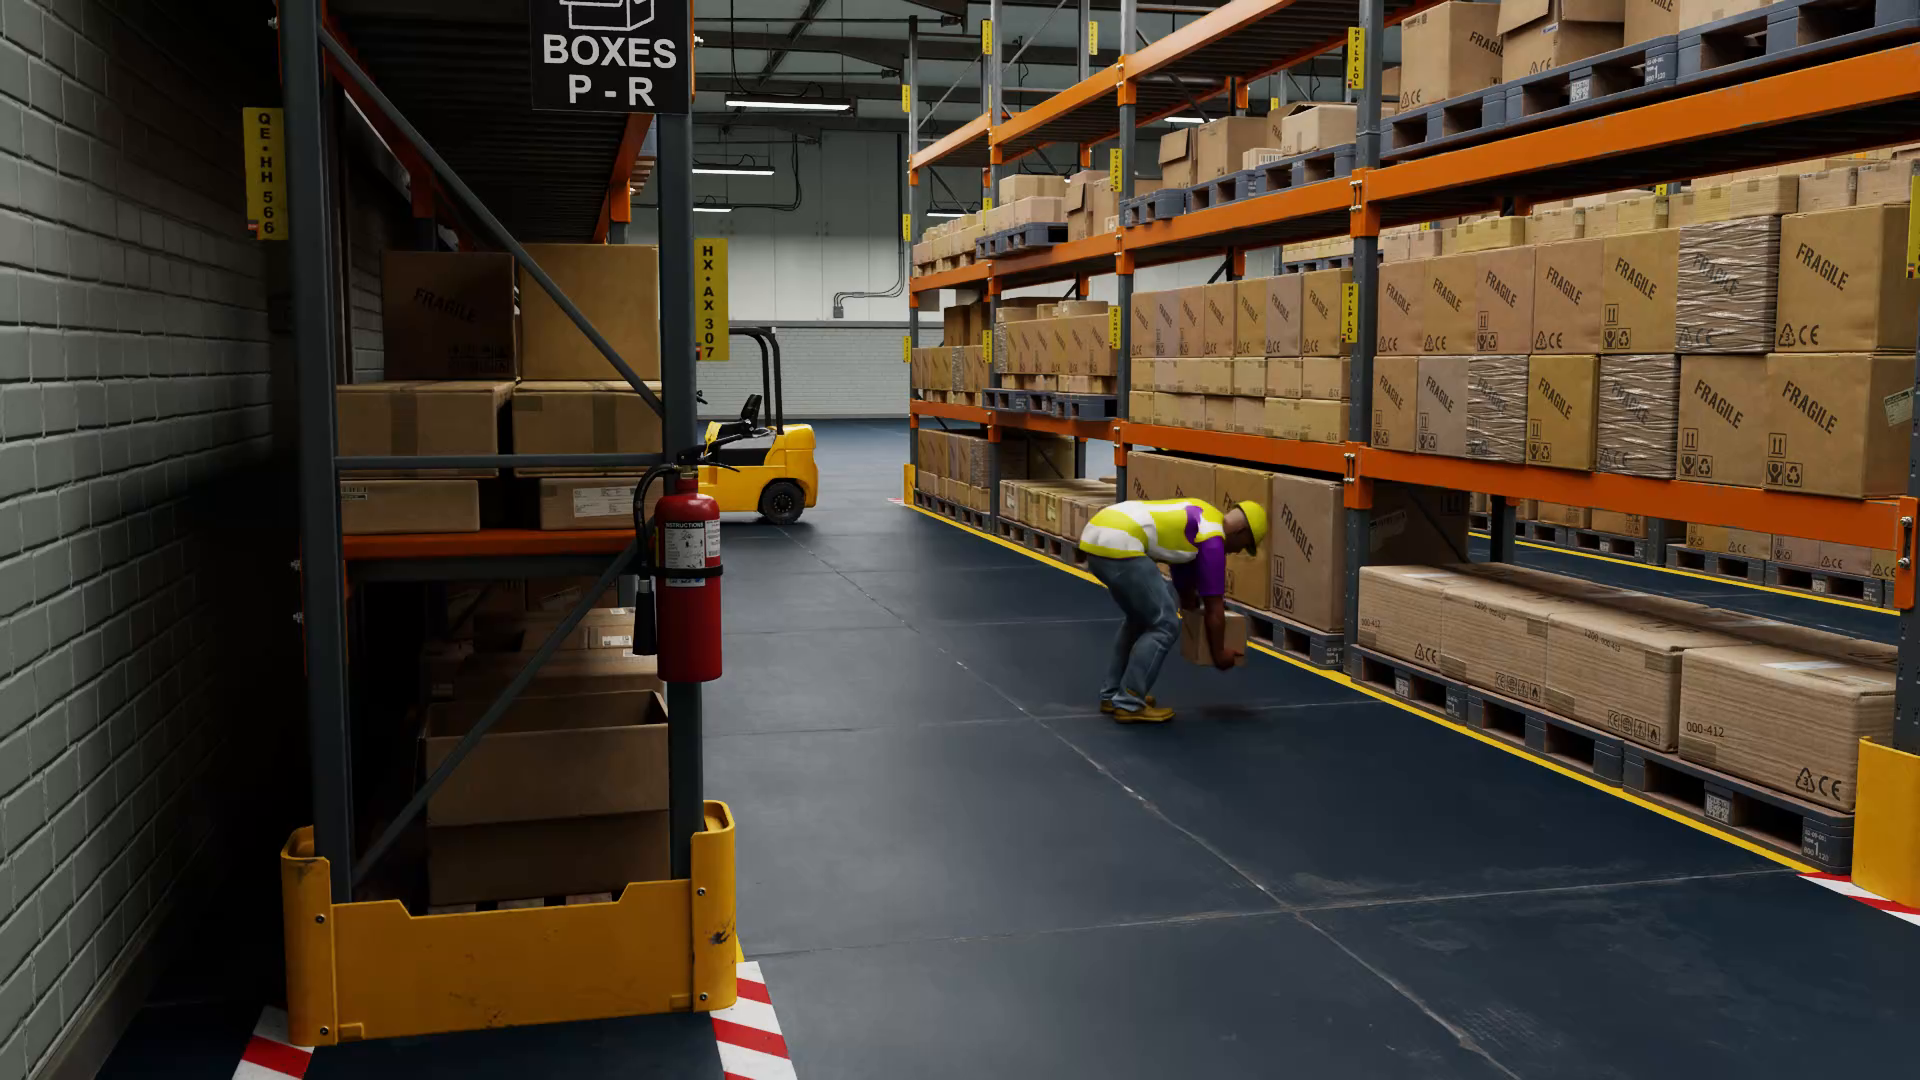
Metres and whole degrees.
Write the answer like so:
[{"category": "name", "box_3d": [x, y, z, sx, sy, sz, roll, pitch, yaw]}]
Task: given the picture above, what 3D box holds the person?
[{"category": "person", "box_3d": [1.088, 0.336, 8.372, 0.981, 1.087, 0.478, -2, 6, -16]}]
